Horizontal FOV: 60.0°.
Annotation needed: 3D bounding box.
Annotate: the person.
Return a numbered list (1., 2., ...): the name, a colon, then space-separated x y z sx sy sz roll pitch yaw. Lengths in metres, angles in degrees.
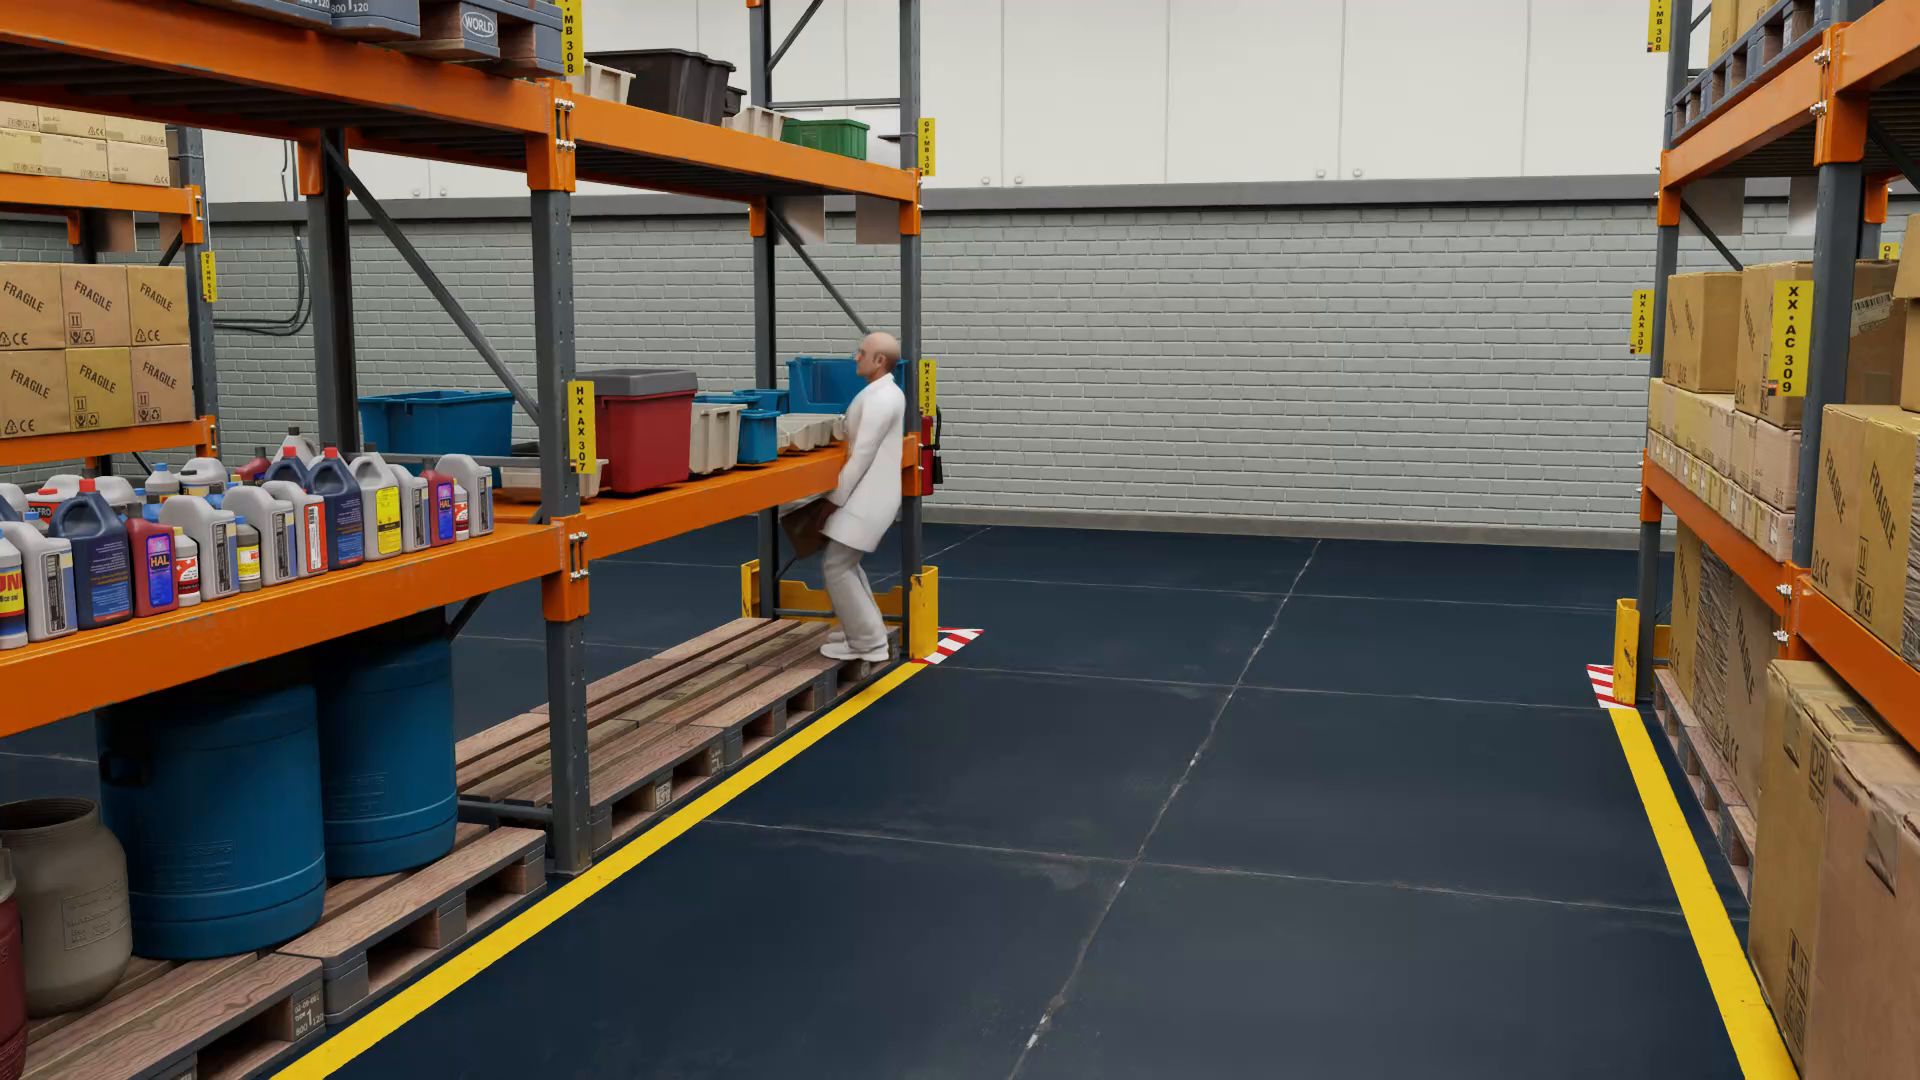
1. person: -0.523 -0.230 8.737 0.461 1.715 0.599 0 8 3
